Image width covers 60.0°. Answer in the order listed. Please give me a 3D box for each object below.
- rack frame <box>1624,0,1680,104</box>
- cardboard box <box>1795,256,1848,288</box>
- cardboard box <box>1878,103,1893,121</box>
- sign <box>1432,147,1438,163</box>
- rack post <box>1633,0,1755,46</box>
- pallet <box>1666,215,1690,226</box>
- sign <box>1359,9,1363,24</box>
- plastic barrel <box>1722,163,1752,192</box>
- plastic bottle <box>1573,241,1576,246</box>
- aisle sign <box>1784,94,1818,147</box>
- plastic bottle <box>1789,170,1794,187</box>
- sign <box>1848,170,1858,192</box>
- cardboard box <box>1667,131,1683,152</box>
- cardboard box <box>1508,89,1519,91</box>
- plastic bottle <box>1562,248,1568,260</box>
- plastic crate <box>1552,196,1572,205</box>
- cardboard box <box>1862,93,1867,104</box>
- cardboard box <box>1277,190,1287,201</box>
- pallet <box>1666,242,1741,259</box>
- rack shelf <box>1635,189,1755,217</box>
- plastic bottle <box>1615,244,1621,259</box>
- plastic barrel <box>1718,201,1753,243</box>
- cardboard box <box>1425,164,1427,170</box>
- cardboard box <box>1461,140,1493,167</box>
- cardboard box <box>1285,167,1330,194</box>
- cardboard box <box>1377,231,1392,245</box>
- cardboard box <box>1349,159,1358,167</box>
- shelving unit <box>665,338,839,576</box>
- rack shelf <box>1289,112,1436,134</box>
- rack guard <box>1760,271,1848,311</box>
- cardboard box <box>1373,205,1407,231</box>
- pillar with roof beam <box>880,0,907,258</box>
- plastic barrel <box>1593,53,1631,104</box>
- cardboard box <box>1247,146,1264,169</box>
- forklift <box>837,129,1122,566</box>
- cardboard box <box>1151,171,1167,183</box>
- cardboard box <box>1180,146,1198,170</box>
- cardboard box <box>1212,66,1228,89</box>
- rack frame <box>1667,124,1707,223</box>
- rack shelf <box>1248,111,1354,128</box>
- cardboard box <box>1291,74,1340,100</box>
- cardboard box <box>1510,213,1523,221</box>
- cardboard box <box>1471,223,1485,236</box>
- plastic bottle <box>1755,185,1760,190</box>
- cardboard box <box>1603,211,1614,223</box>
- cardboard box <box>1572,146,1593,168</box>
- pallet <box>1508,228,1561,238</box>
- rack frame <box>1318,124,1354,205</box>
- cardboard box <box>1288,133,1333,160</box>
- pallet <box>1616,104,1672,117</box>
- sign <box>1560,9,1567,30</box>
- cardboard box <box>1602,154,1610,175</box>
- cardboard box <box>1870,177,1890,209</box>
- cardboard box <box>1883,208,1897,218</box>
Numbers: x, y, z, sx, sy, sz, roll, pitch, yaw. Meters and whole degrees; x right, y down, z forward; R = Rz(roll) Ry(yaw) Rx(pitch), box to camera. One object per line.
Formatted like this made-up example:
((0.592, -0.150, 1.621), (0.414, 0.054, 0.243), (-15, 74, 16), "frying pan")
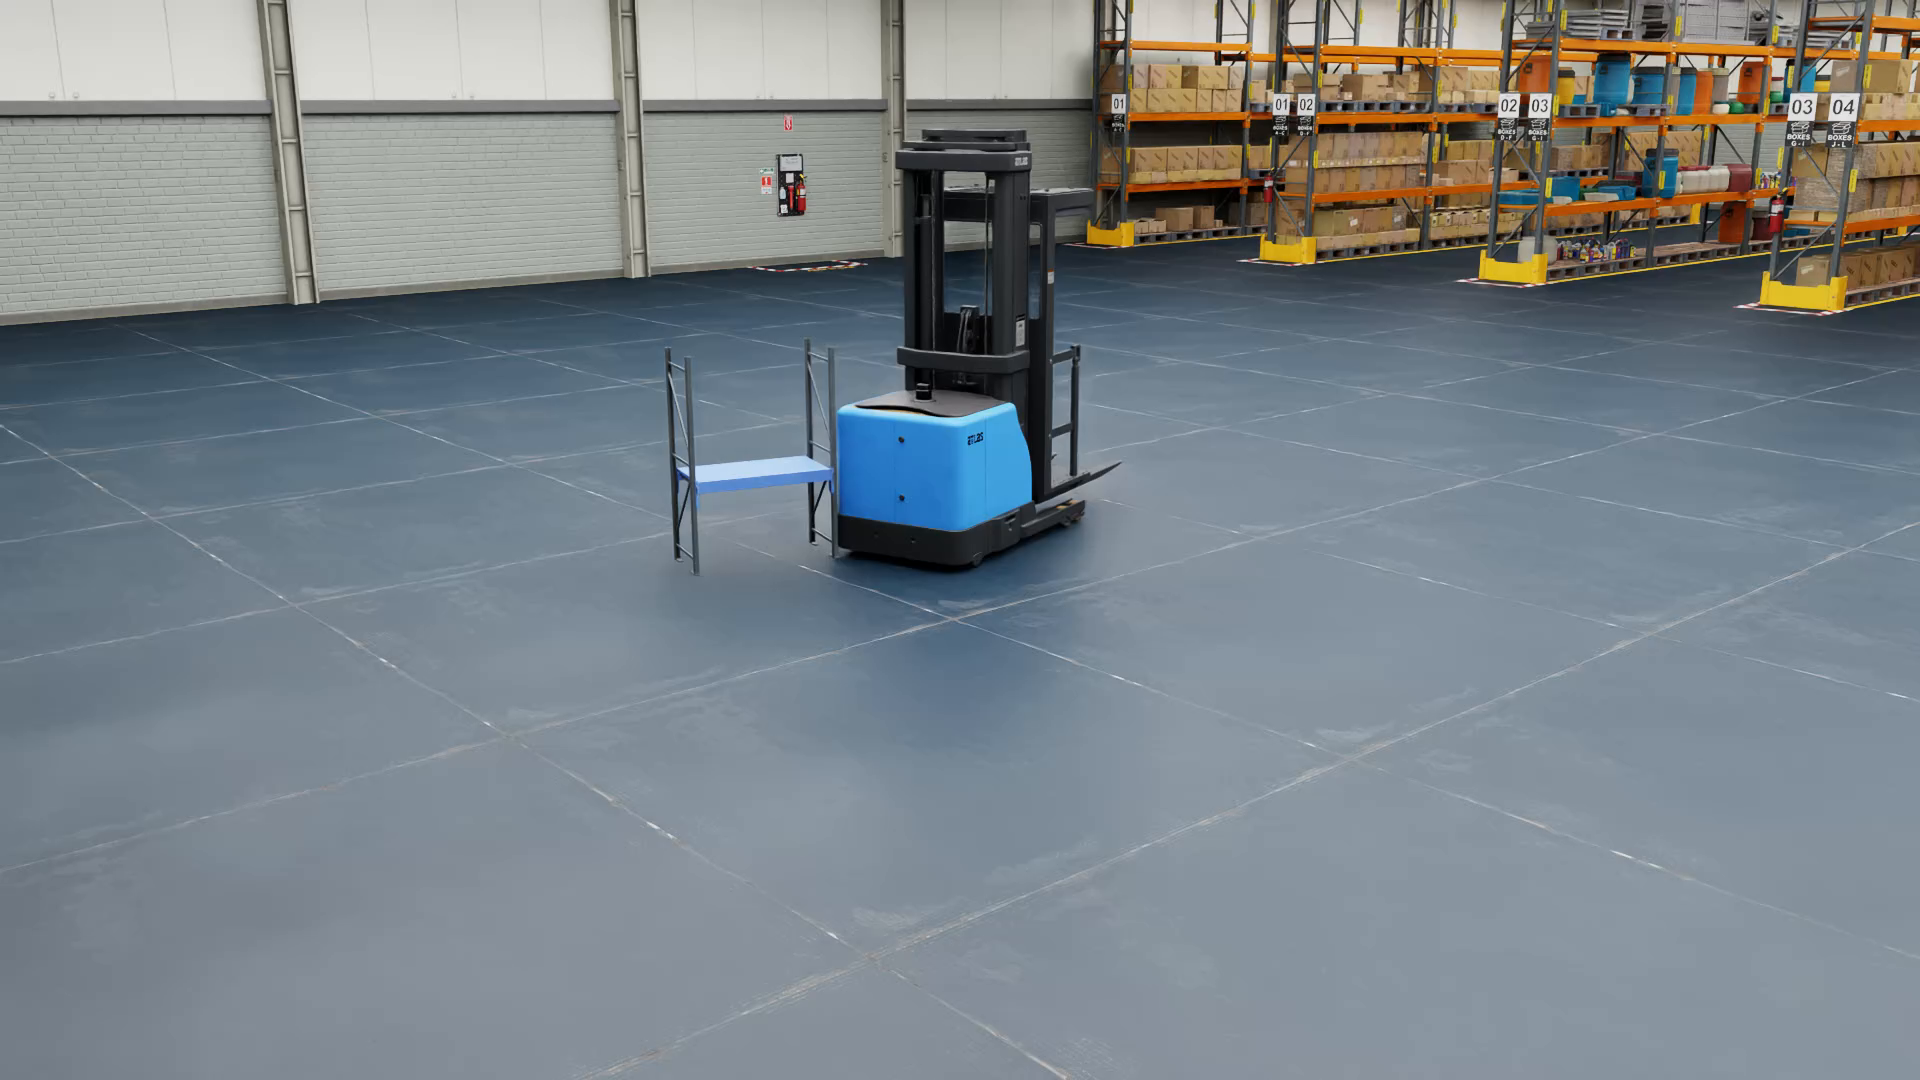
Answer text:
((12.773, -9.604, 30.769), (0.127, 3.000, 1.000), (-13, 19, -39), "rack frame")
((13.488, -4.162, 26.048), (0.500, 0.500, 0.500), (-9, 17, -29), "cardboard box")
((13.925, -6.561, 25.477), (0.500, 0.250, 0.500), (-13, 20, -41), "cardboard box")
((9.889, -8.020, 34.630), (0.005, 0.325, 0.100), (-13, 19, -39), "sign")
((14.202, -10.051, 32.054), (3.121, 1.000, 1.013), (-13, 19, -39), "rack post")
((17.918, -8.208, 42.571), (1.213, 0.211, 1.003), (-13, 19, -39), "pallet")
((9.650, -12.596, 40.006), (0.005, 0.325, 0.100), (-13, 19, -39), "sign")
((15.639, -7.312, 33.547), (0.708, 0.536, 0.600), (-13, 19, -39), "plastic barrel")
((11.597, -5.498, 31.433), (0.133, 0.283, 0.061), (-12, 19, -37), "plastic bottle")
((12.763, -6.368, 25.240), (0.004, 0.787, 0.394), (-13, 19, -39), "aisle sign")
((17.498, -7.631, 35.103), (0.185, 0.351, 0.144), (-13, 19, -39), "plastic bottle")
((13.363, -5.377, 24.889), (0.005, 0.325, 0.100), (-13, 19, -39), "sign")
((17.653, -9.932, 41.488), (0.500, 0.500, 0.500), (-12, 19, -38), "cardboard box")
((12.848, -9.926, 37.593), (0.500, 0.500, 0.910), (-13, 19, -39), "cardboard box")
((11.262, -5.325, 30.943), (0.097, 0.201, 0.097), (0, 15, 0), "plastic bottle")
((10.641, -5.990, 29.373), (0.250, 0.136, 0.298), (-13, 19, -39), "plastic crate")
((13.366, -6.635, 24.983), (0.250, 0.149, 0.380), (-13, 20, -40), "cardboard box")
((7.534, -8.294, 40.026), (0.500, 0.250, 0.500), (-13, 20, -41), "cardboard box")
((15.180, -5.913, 33.976), (1.213, 0.211, 1.003), (-13, 19, -39), "pallet")
((14.281, -6.697, 32.904), (4.000, 0.370, 1.077), (-13, 19, -39), "rack shelf")
((12.236, -5.373, 30.963), (0.133, 0.283, 0.061), (-11, 19, -36), "plastic bottle")
((16.148, -6.624, 34.628), (0.708, 0.830, 0.600), (-13, 19, -39), "plastic barrel")
((12.060, -9.718, 43.269), (0.250, 0.149, 0.380), (-12, 19, -38), "cardboard box")
((13.821, -10.471, 45.058), (0.700, 0.700, 0.980), (-14, 20, -42), "cardboard box")
((6.867, -7.118, 32.892), (0.500, 0.500, 0.700), (-13, 19, -39), "cardboard box")
((8.566, -6.254, 34.365), (0.500, 0.250, 0.500), (-13, 19, -39), "cardboard box")
((7.721, -7.555, 33.270), (0.250, 0.149, 0.380), (-14, 20, -41), "cardboard box")
((-1.440, -0.595, 11.572), (1.048, 1.500, 0.538), (-7, 17, -25), "shelving unit")
((8.015, -8.434, 33.593), (4.000, 0.370, 1.077), (-13, 19, -39), "rack shelf")
((13.064, -3.869, 25.767), (0.348, 0.500, 1.175), (-13, 19, -39), "rack guard")
((8.933, -6.704, 34.597), (0.500, 0.500, 0.500), (-13, 19, -39), "cardboard box")
((1.512, -9.288, 29.584), (0.400, 9.000, 9.100), (-13, 19, -39), "pillar with roof beam")
((11.952, -8.452, 30.484), (0.708, 0.901, 0.600), (-13, 19, -39), "plastic barrel")
((6.676, -8.975, 38.992), (0.500, 0.500, 0.700), (-13, 19, -39), "cardboard box")
((0.307, -1.568, 12.442), (1.130, 2.935, 3.031), (9, 17, 29), "forklift")
((4.211, -8.006, 36.661), (0.500, 0.250, 0.500), (-13, 20, -41), "cardboard box")
((4.964, -8.537, 37.196), (0.500, 0.500, 0.500), (-12, 19, -38), "cardboard box")
((5.661, -10.392, 37.359), (0.500, 0.500, 0.500), (-11, 19, -36), "cardboard box")
((18.576, -9.704, 42.766), (0.127, 3.000, 1.000), (-13, 19, -39), "rack frame")
((7.778, -10.075, 39.737), (4.000, 0.370, 1.077), (-13, 19, -39), "rack shelf")
((6.943, -8.859, 32.507), (0.637, 0.503, 0.797), (-11, 18, -36), "cardboard box")
((12.308, -7.357, 37.409), (0.500, 0.311, 0.500), (-12, 19, -38), "cardboard box")
((11.151, -6.826, 36.507), (0.500, 0.250, 0.500), (-12, 19, -38), "cardboard box")
((16.329, -7.334, 34.134), (0.135, 0.276, 0.152), (-13, 19, -39), "plastic bottle")
((15.375, -7.892, 39.973), (0.500, 0.500, 0.500), (-13, 20, -40), "cardboard box")
((14.578, -9.112, 39.542), (0.500, 0.500, 0.700), (-9, 17, -31), "cardboard box")
((13.129, -7.120, 38.498), (1.213, 0.211, 1.003), (-13, 19, -39), "pallet")
((9.287, -9.312, 41.300), (0.127, 3.000, 1.000), (-13, 19, -39), "rack frame")
((6.907, -7.754, 32.758), (0.500, 0.500, 0.700), (-13, 19, -39), "cardboard box")
((12.292, -7.923, 30.651), (1.003, 0.211, 1.213), (-13, 19, -39), "pallet")
((10.113, -8.718, 27.855), (0.005, 0.325, 0.100), (-13, 19, -39), "sign")
((15.768, -9.209, 40.720), (0.500, 0.500, 0.500), (-12, 19, -38), "cardboard box")
((14.143, -5.528, 26.364), (0.500, 0.500, 0.875), (-13, 19, -39), "cardboard box")
((14.573, -5.180, 26.316), (0.250, 0.149, 0.380), (-13, 19, -39), "cardboard box")
